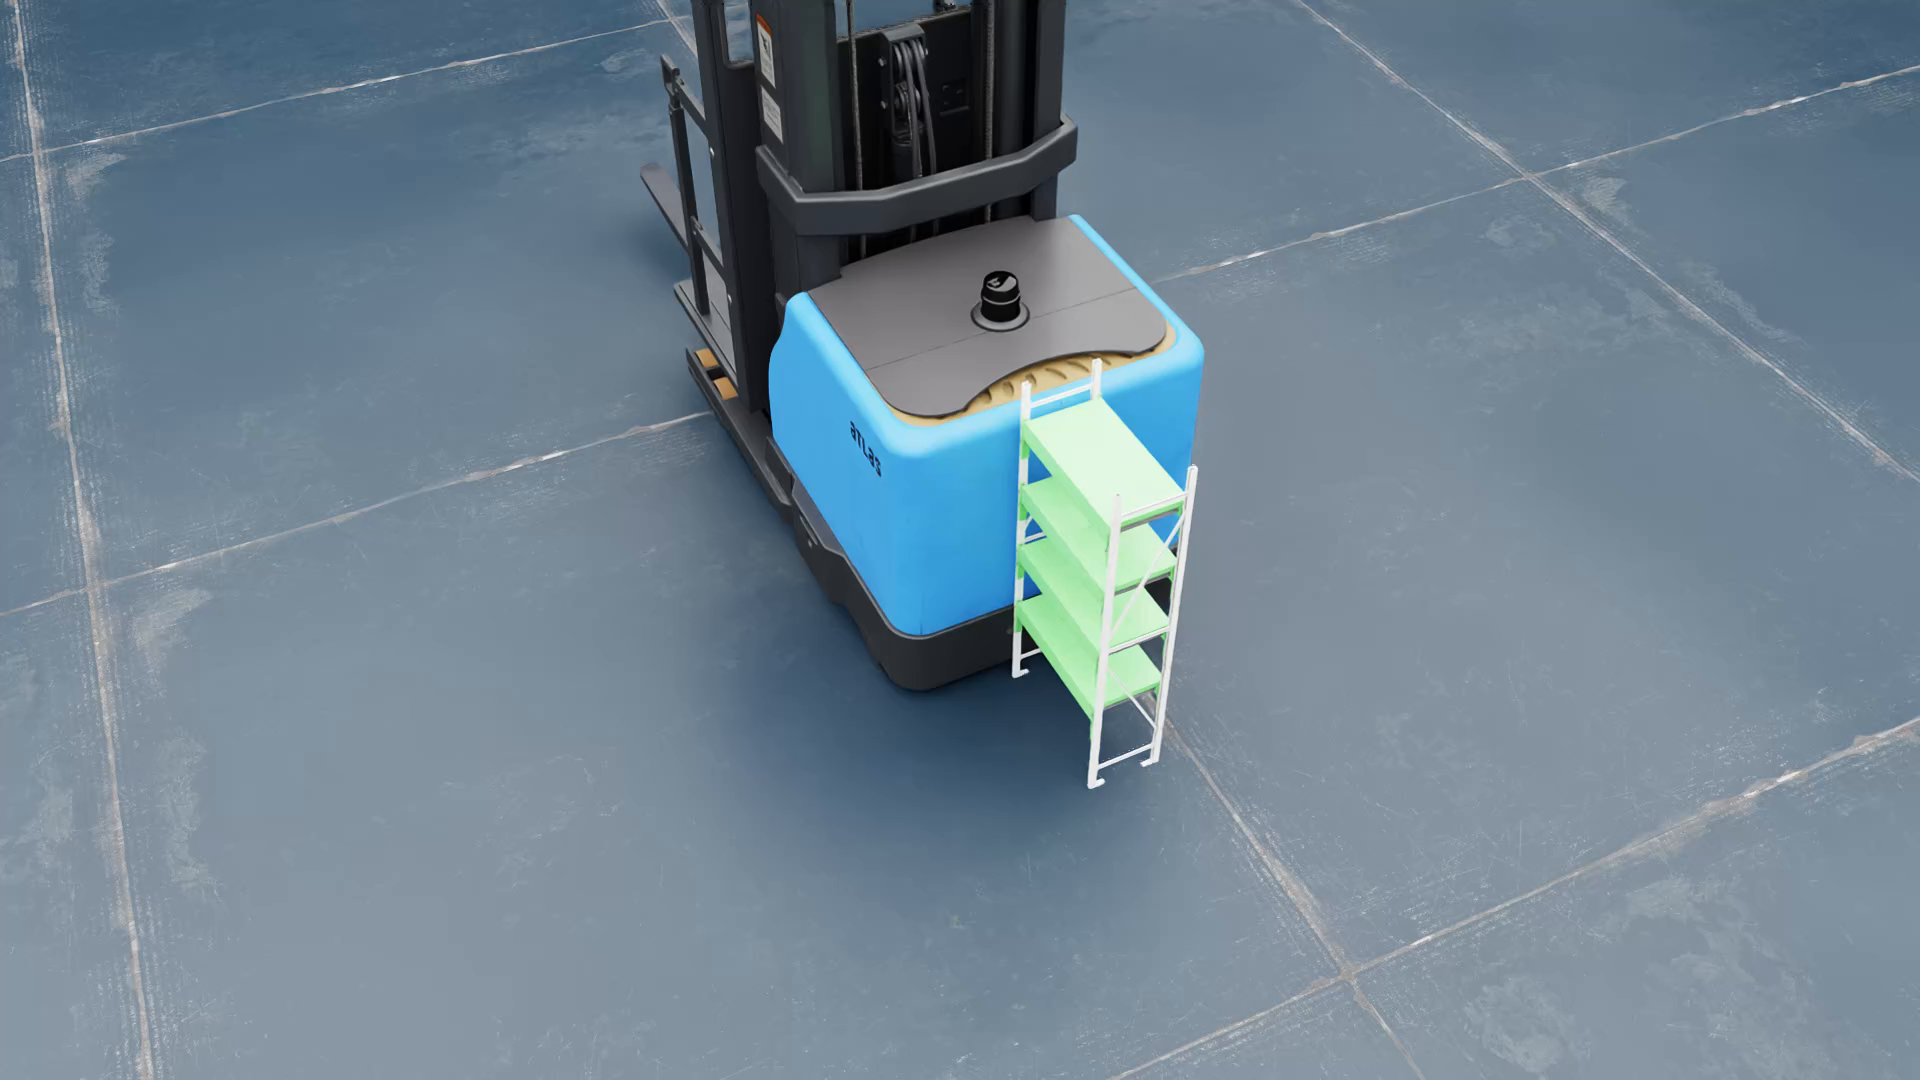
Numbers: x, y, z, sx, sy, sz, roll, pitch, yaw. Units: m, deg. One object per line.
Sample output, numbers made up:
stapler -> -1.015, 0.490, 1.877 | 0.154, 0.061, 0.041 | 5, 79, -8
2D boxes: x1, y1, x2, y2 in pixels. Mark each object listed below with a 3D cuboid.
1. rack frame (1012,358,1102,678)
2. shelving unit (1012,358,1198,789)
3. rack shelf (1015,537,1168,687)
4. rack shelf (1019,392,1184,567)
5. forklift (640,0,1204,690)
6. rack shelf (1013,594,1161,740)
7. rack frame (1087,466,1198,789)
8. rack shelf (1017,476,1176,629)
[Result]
rack frame -> 0.277, -0.027, 4.924 | 0.240, 1.200, 0.015 | -19, 48, -18
shelving unit -> 0.385, 0.126, 4.768 | 0.258, 1.200, 0.503 | -19, 48, -18
rack shelf -> 0.385, 0.172, 4.813 | 0.258, 0.148, 0.480 | -19, 48, -18
rack shelf -> 0.385, -0.170, 4.476 | 0.258, 0.148, 0.480 | -19, 48, -18
forklift -> -0.379, -1.615, 5.300 | 1.130, 2.935, 3.031 | -19, 48, -18
rack shelf -> 0.385, 0.342, 4.981 | 0.258, 0.148, 0.480 | -19, 48, -18
rack frame -> 0.494, 0.280, 4.612 | 0.240, 1.200, 0.015 | -19, 48, -18
rack shelf -> 0.385, 0.001, 4.644 | 0.258, 0.148, 0.480 | -19, 48, -18
